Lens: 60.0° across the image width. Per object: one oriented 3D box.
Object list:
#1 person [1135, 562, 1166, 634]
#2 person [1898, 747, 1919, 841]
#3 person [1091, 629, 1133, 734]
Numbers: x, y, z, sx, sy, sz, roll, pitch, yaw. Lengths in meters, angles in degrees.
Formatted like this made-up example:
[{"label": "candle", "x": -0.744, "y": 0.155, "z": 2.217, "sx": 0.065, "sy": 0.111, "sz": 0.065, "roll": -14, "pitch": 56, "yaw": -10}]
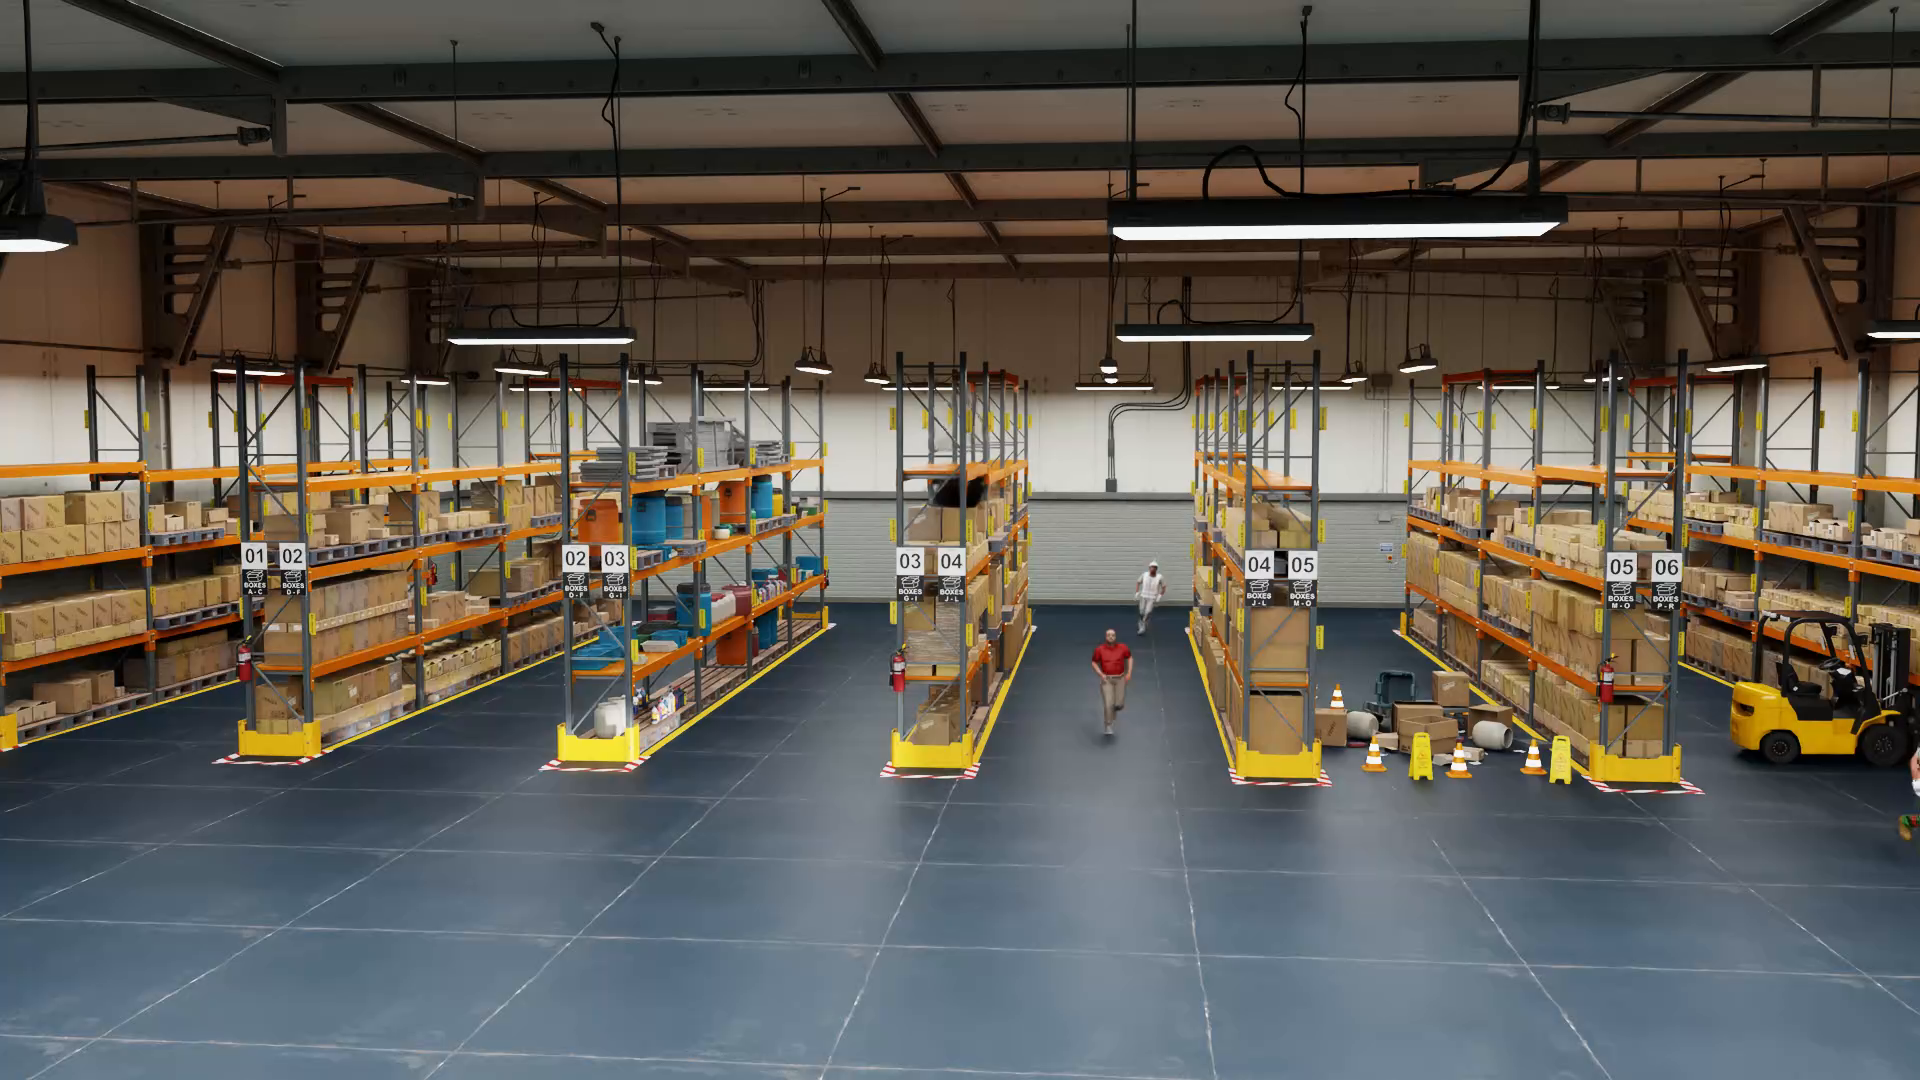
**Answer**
[{"label": "person", "x": 4.487, "y": 1.367, "z": 39.183, "sx": 0.718, "sy": 1.707, "sz": 0.565, "roll": 1, "pitch": 4, "yaw": 14}, {"label": "person", "x": 11.044, "y": 2.829, "z": 18.848, "sx": 0.659, "sy": 1.723, "sz": 0.914, "roll": -1, "pitch": 4, "yaw": -14}, {"label": "person", "x": 2.447, "y": 2.267, "z": 26.735, "sx": 0.679, "sy": 1.692, "sz": 0.672, "roll": 0, "pitch": 4, "yaw": -1}]
